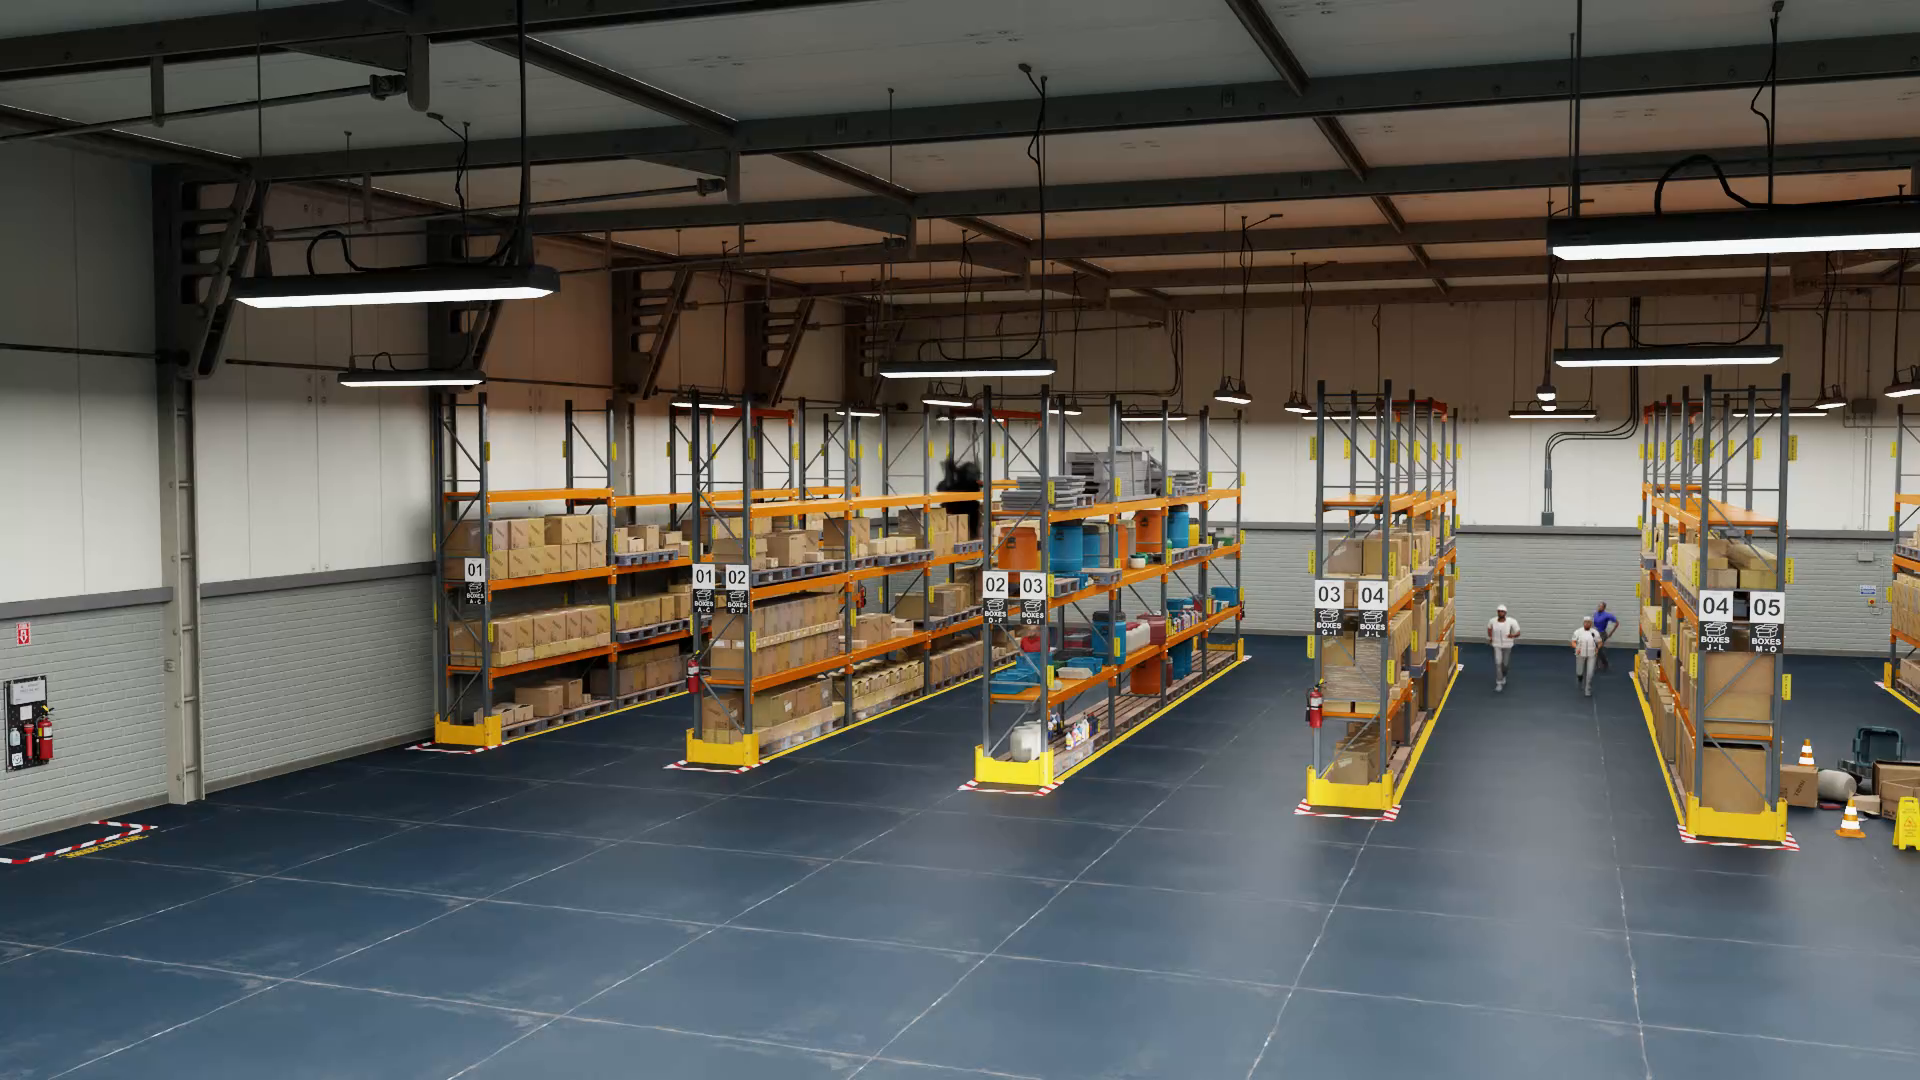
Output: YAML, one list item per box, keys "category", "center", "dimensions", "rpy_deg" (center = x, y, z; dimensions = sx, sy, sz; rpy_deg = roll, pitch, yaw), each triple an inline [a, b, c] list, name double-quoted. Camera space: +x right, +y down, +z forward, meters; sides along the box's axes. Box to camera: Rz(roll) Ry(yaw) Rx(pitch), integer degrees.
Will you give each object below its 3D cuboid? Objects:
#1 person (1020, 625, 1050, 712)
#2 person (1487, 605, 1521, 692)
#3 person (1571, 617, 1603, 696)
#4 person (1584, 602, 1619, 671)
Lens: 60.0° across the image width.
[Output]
- category: "person"
  center: [1.386, 2.460, 31.749]
  dimensions: [0.659, 1.682, 0.662]
  rpy_deg: [1, 3, 19]
- category: "person"
  center: [11.430, 2.255, 34.971]
  dimensions: [0.681, 1.781, 0.909]
  rpy_deg: [1, 3, 21]
- category: "person"
  center: [12.866, 2.376, 34.122]
  dimensions: [0.605, 1.614, 0.576]
  rpy_deg: [1, 3, 19]
- category: "person"
  center: [14.616, 2.215, 37.887]
  dimensions: [0.740, 1.625, 0.727]
  rpy_deg: [-1, 3, -14]
